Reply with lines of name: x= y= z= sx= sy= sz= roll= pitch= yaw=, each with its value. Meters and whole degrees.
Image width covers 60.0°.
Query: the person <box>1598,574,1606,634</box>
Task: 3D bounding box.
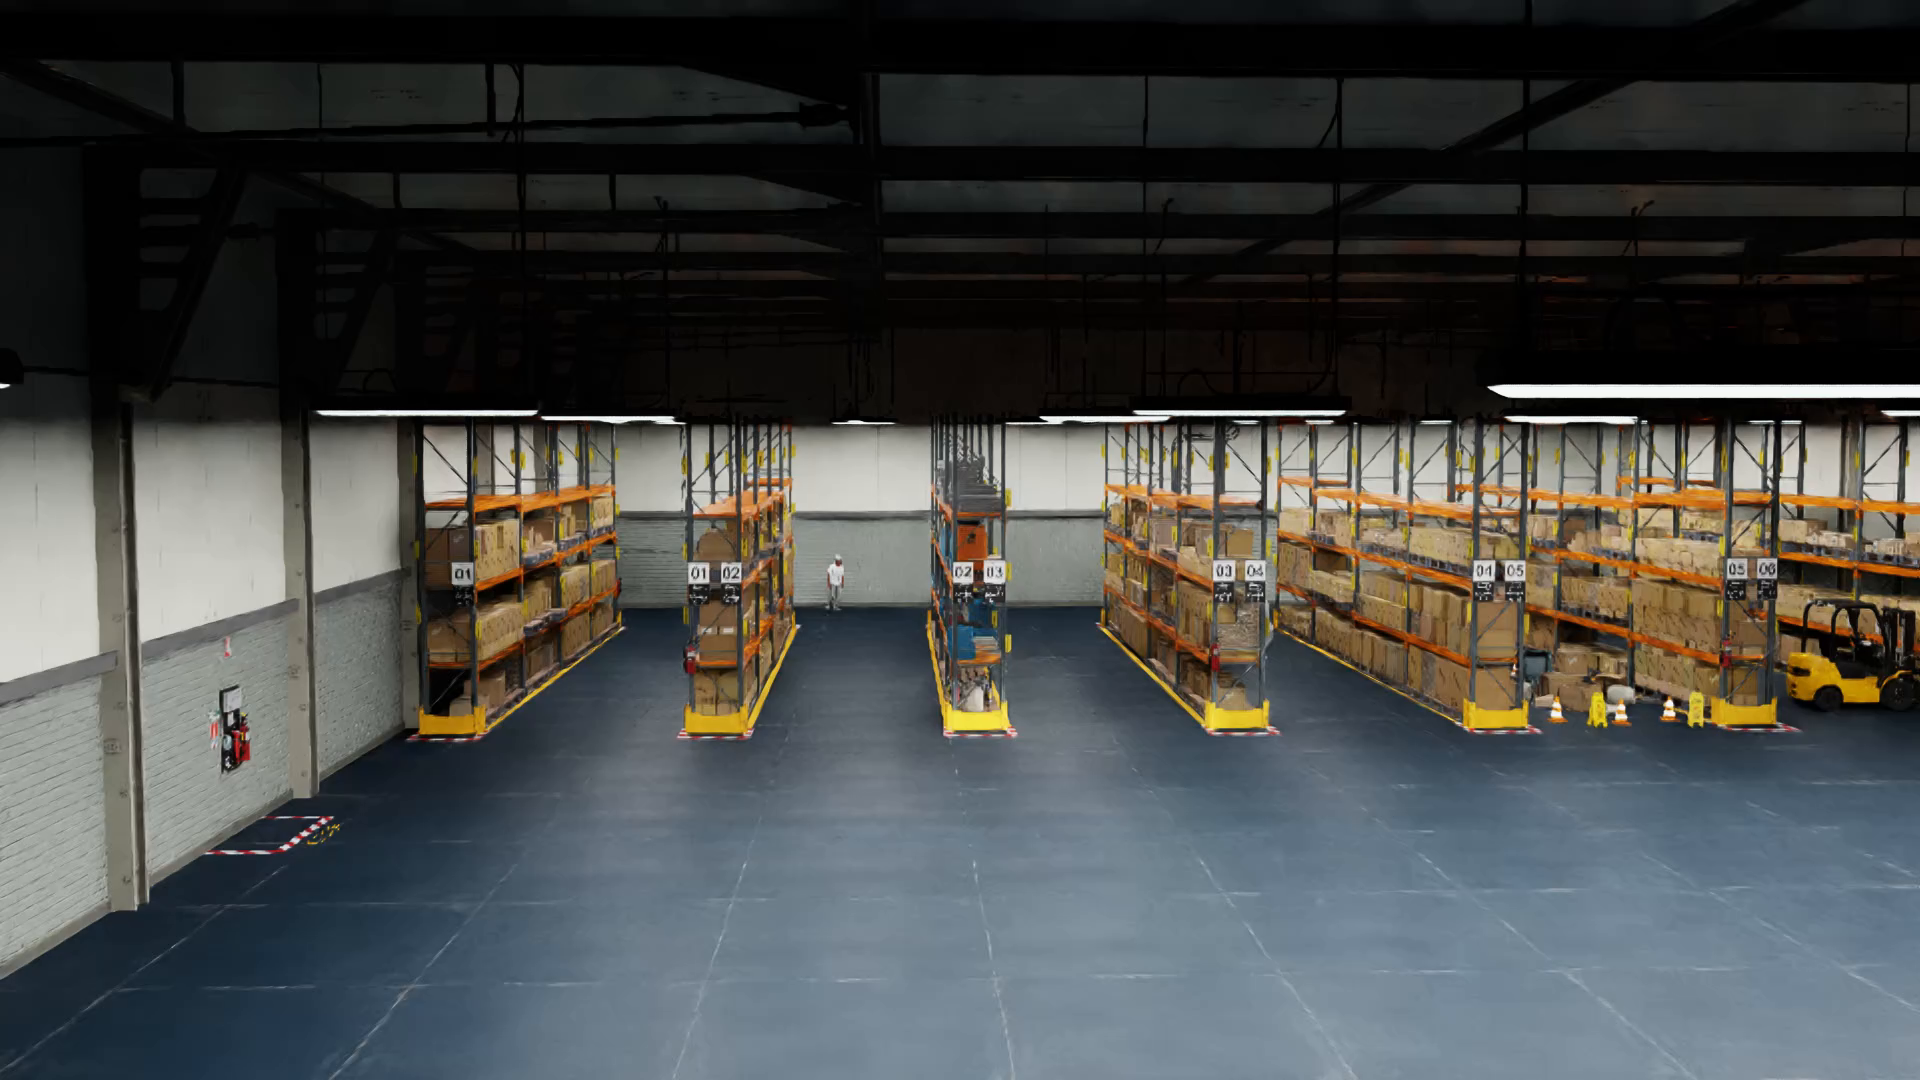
person: x=17.691 y=1.756 z=45.984 sx=0.382 sy=1.654 sz=0.563 roll=0 pitch=4 yaw=7

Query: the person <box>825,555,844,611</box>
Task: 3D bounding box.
person: x=-3.898 y=1.332 z=51.736 sx=0.612 sy=1.754 sz=0.579 roll=-3 pitch=5 yaw=-37

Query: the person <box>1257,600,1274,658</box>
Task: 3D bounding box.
person: x=7.420 y=2.094 z=40.975 sx=0.517 sy=1.682 sz=0.634 roll=-2 pitch=4 yaw=-29
